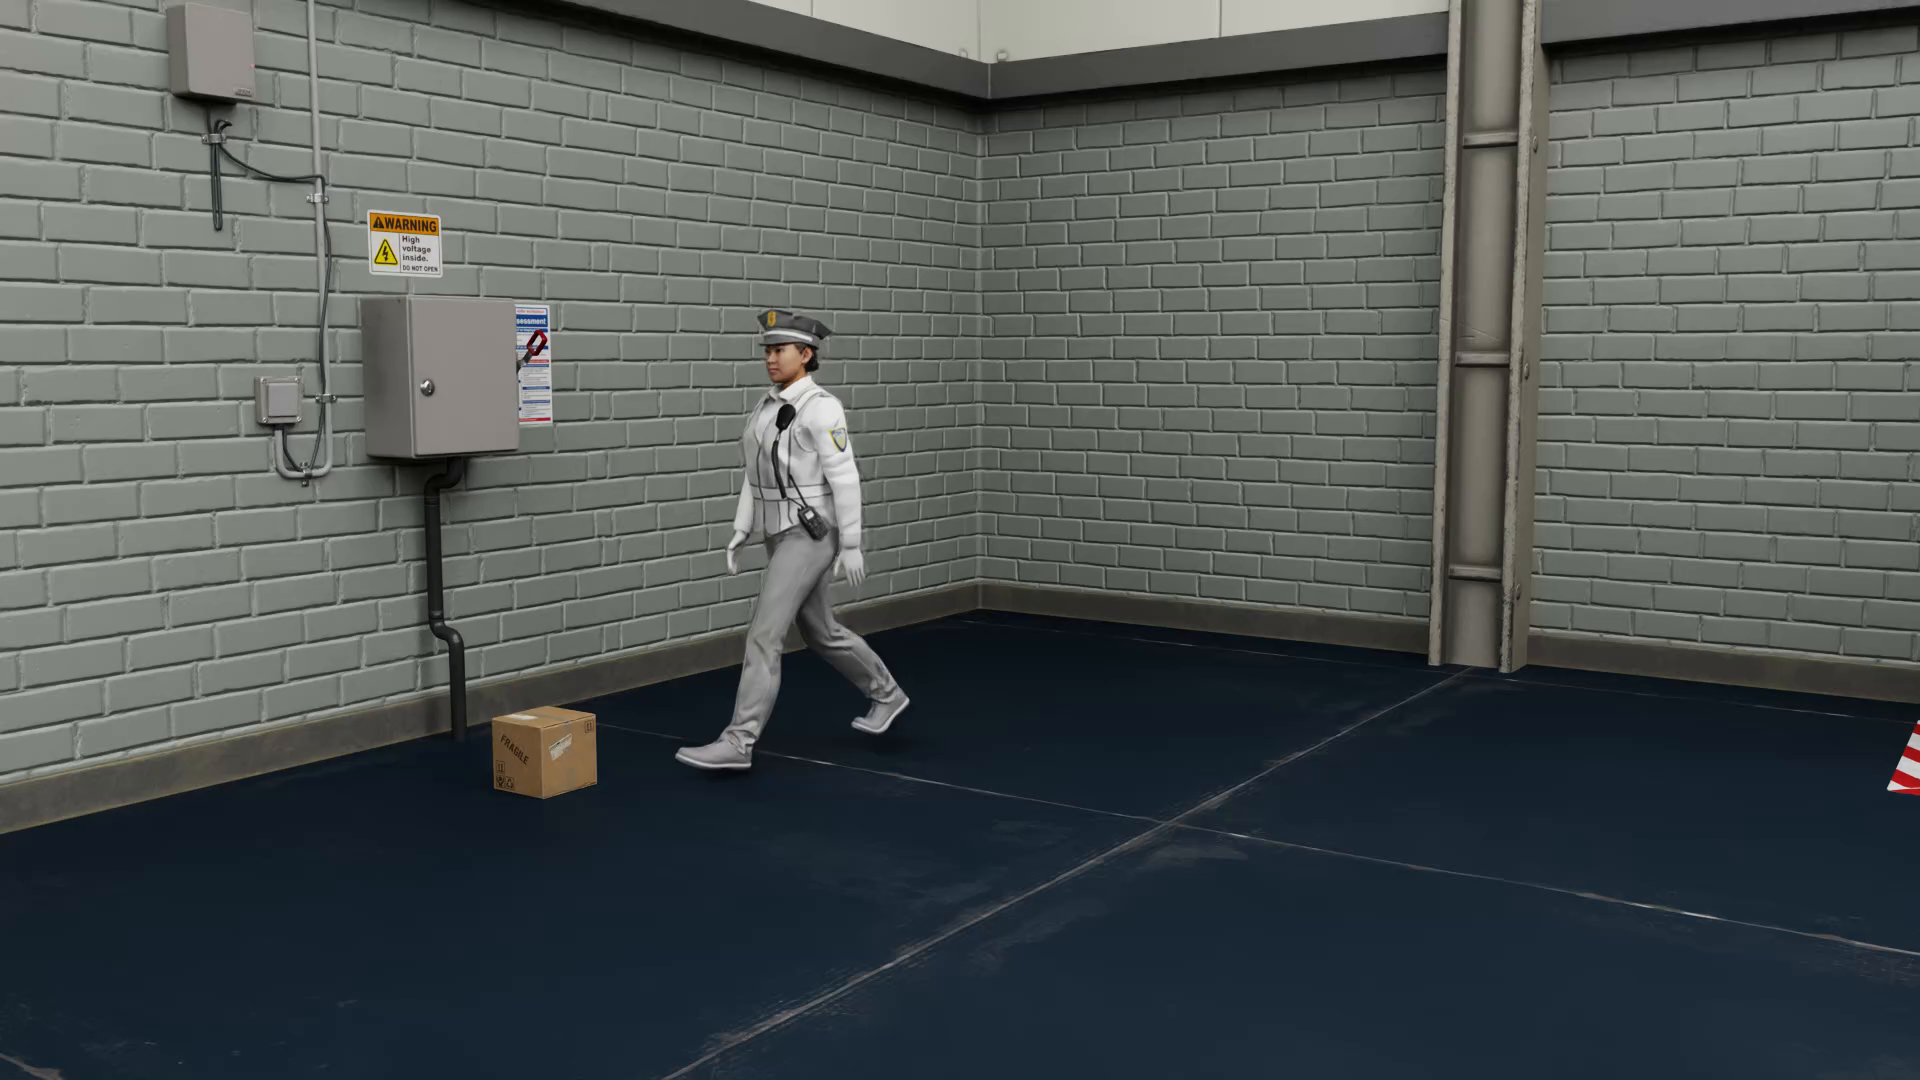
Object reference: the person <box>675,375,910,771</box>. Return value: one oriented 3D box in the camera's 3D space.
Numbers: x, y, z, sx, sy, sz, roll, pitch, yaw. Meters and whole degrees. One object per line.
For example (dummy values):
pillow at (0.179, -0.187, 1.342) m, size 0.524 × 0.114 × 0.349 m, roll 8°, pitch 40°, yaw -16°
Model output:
person at (-0.587, 0.105, 6.058) m, size 1.005 × 1.402 × 0.471 m, roll -4°, pitch 7°, yaw -31°
